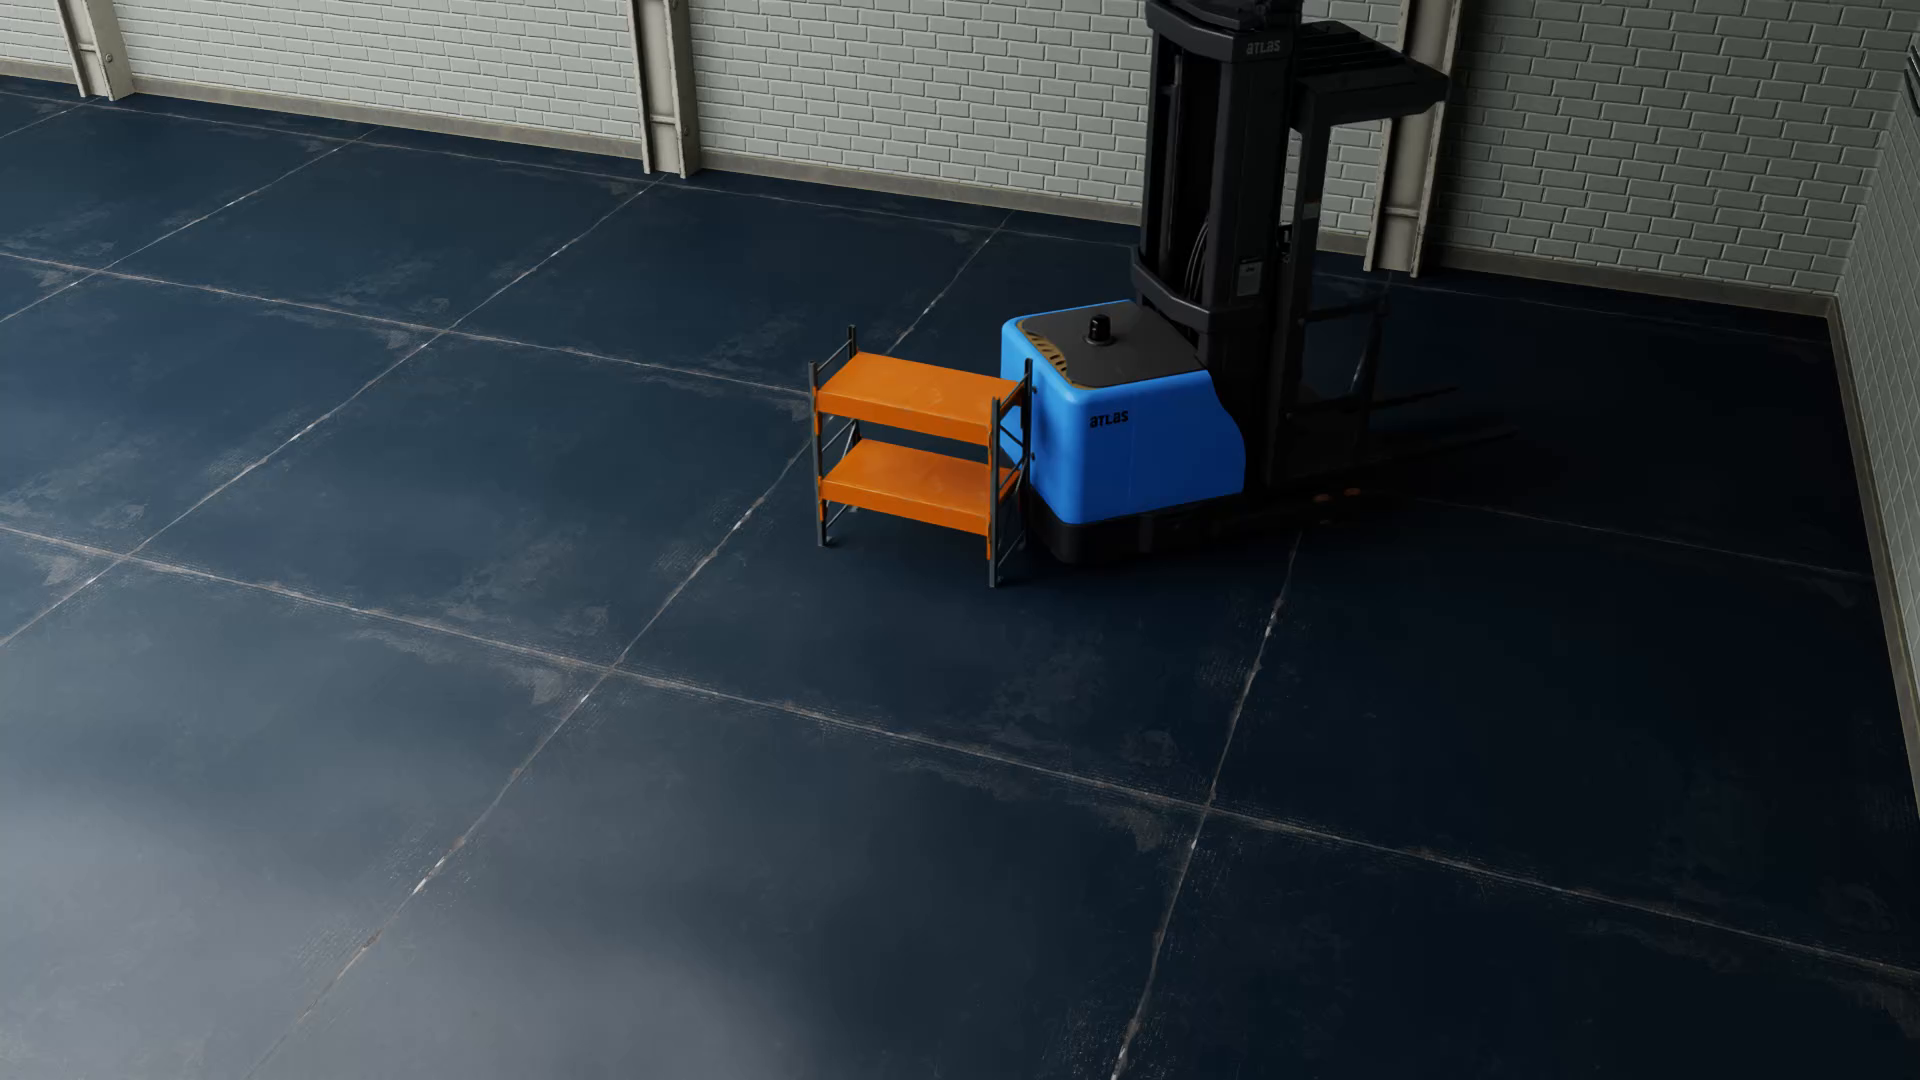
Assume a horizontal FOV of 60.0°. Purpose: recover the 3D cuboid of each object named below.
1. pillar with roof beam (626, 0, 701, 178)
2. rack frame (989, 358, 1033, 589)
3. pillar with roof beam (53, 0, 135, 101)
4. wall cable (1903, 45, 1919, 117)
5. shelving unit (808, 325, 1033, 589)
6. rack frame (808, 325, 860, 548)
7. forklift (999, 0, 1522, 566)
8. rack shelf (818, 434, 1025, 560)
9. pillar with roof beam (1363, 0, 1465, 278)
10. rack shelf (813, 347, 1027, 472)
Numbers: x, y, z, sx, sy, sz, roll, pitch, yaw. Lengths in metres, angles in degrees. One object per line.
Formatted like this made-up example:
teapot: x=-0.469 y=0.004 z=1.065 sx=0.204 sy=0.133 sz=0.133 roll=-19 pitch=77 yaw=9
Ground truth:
pillar with roof beam: x=-3.877 y=-4.718 z=8.229 sx=0.400 sy=9.000 sz=9.100 roll=11 pitch=34 yaw=16
rack frame: x=0.266 y=-0.343 z=8.713 sx=0.032 sy=1.125 sz=0.500 roll=13 pitch=35 yaw=19
pillar with roof beam: x=-9.525 y=-5.816 z=9.930 sx=0.400 sy=9.000 sz=9.100 roll=11 pitch=34 yaw=16
wall cable: x=5.551 y=-3.299 z=8.895 sx=0.112 sy=2.526 sz=3.097 roll=11 pitch=34 yaw=16
shelving unit: x=-0.202 y=-0.450 z=8.879 sx=1.048 sy=1.125 sz=0.538 roll=13 pitch=35 yaw=19
rack frame: x=-0.671 y=-0.557 z=9.044 sx=0.032 sy=1.125 sz=0.500 roll=13 pitch=35 yaw=19
forklift: x=1.786 y=-1.579 z=8.961 sx=3.031 sy=2.935 sz=1.130 roll=-11 pitch=35 yaw=-17
rack shelf: x=-0.202 y=-0.245 z=9.011 sx=1.000 sy=0.278 sz=0.538 roll=13 pitch=35 yaw=19
pillar with roof beam: x=1.771 y=-3.620 z=6.529 sx=0.400 sy=9.000 sz=9.100 roll=11 pitch=34 yaw=16
rack shelf: x=-0.202 y=-0.696 z=8.720 sx=1.000 sy=0.278 sz=0.538 roll=13 pitch=35 yaw=19
